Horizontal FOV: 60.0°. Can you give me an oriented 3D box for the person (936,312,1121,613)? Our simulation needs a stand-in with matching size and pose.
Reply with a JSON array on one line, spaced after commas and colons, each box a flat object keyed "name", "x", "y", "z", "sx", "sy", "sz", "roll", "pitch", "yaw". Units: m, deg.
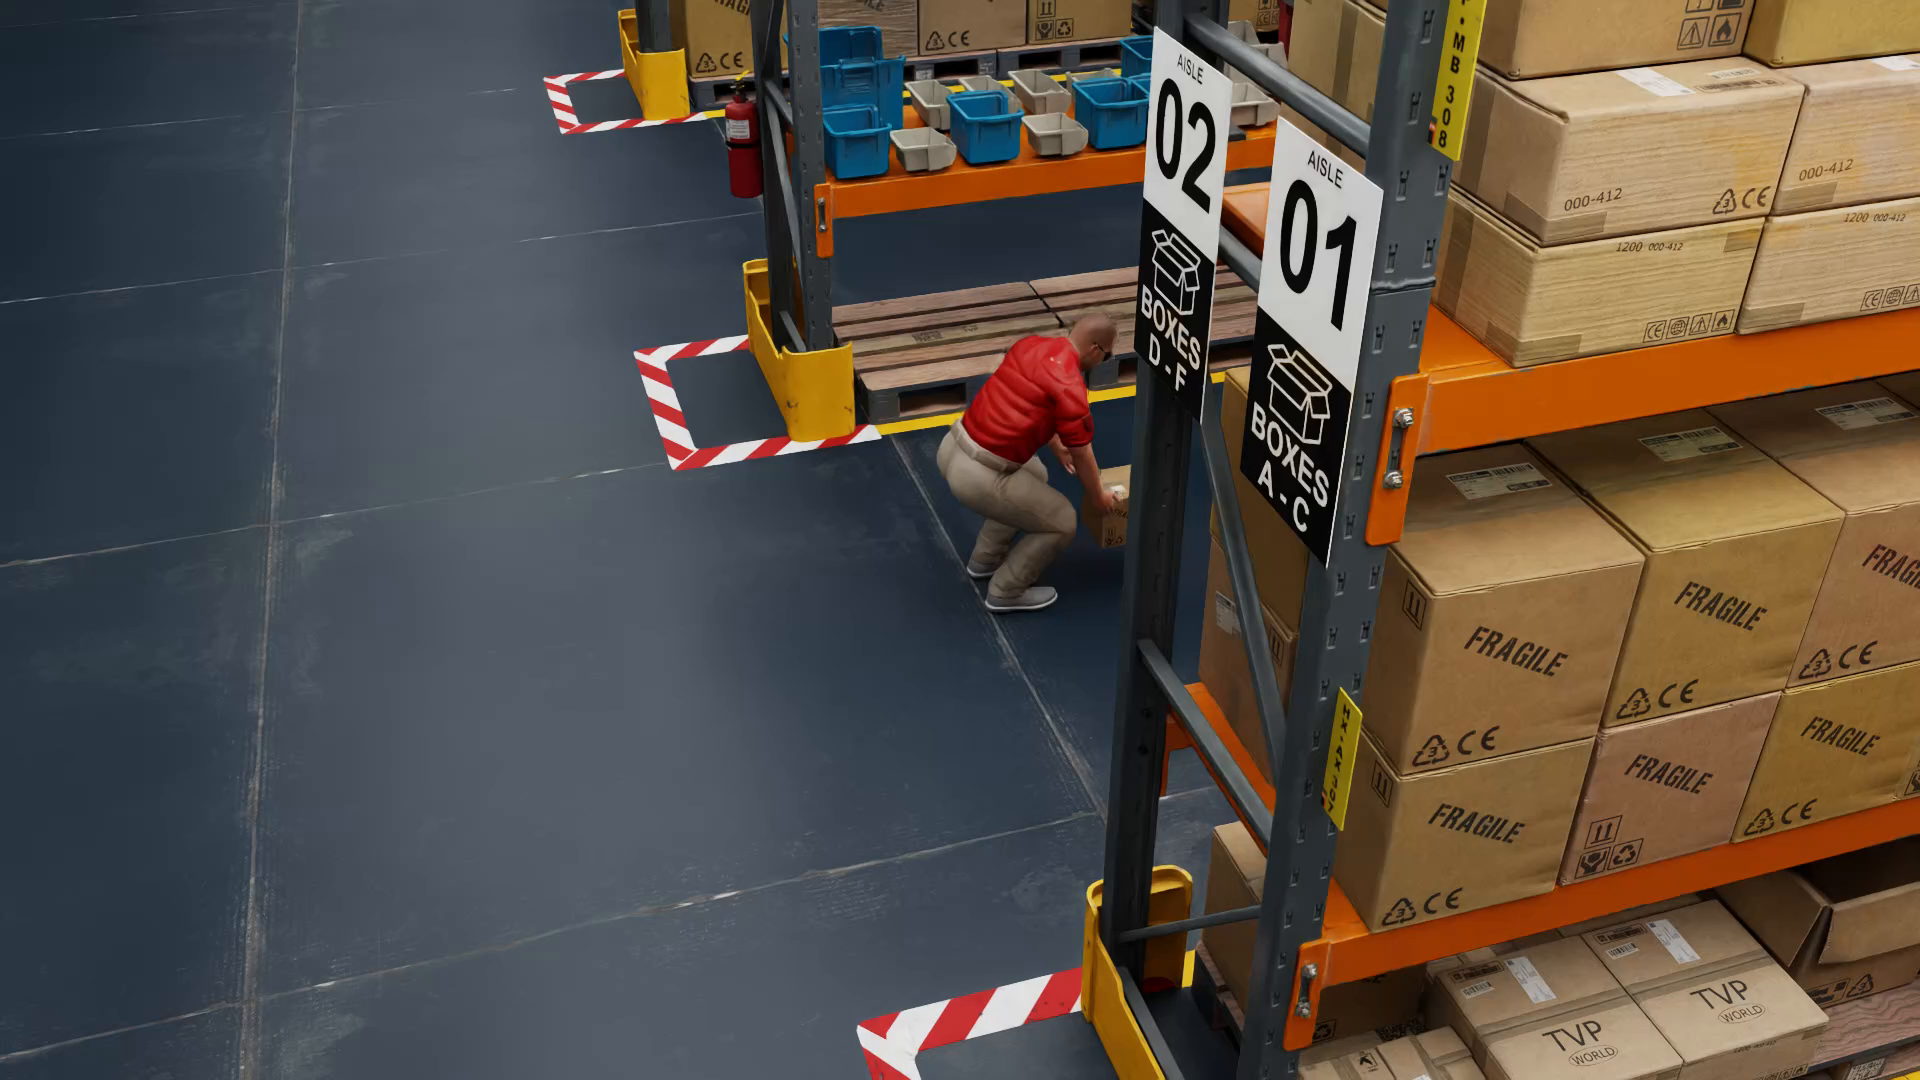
[{"name": "person", "x": 0.282, "y": -0.349, "z": 7.105, "sx": 0.779, "sy": 1.263, "sz": 0.587, "roll": -10, "pitch": 35, "yaw": -14}]
